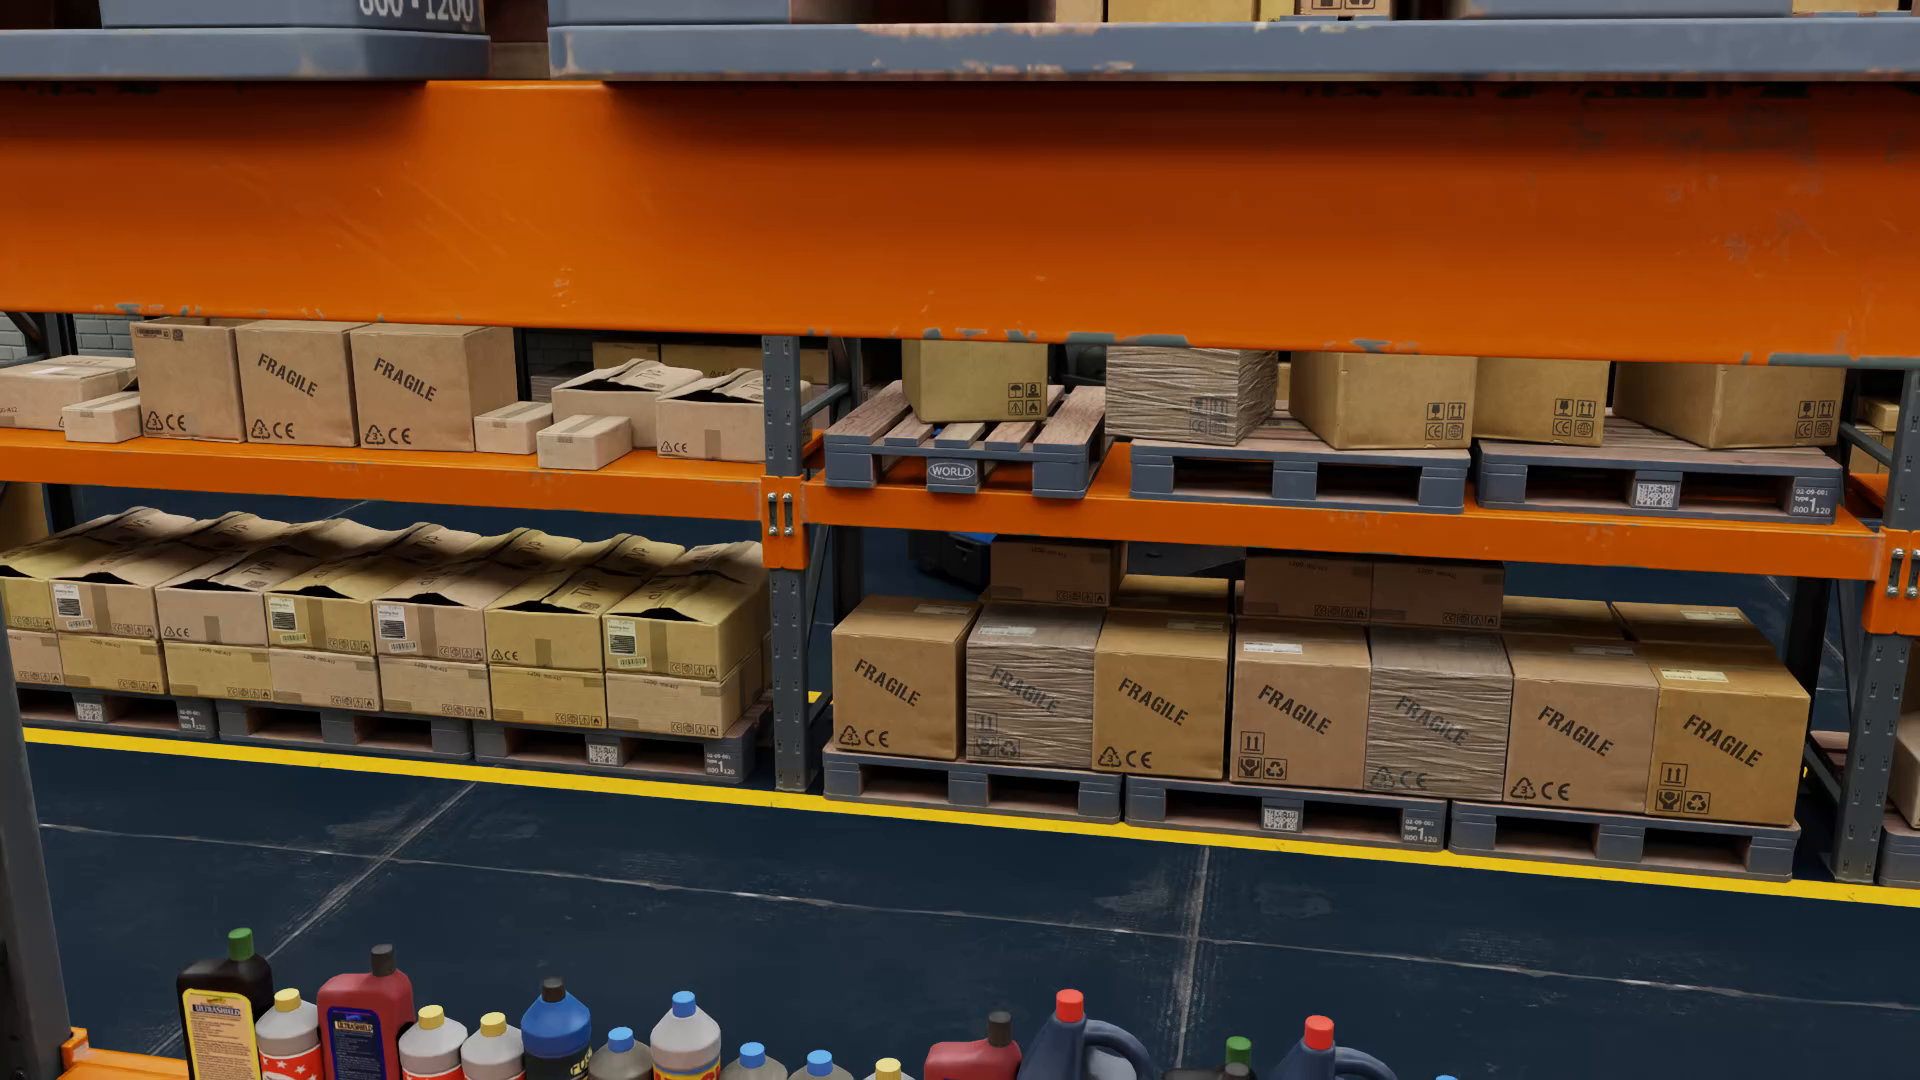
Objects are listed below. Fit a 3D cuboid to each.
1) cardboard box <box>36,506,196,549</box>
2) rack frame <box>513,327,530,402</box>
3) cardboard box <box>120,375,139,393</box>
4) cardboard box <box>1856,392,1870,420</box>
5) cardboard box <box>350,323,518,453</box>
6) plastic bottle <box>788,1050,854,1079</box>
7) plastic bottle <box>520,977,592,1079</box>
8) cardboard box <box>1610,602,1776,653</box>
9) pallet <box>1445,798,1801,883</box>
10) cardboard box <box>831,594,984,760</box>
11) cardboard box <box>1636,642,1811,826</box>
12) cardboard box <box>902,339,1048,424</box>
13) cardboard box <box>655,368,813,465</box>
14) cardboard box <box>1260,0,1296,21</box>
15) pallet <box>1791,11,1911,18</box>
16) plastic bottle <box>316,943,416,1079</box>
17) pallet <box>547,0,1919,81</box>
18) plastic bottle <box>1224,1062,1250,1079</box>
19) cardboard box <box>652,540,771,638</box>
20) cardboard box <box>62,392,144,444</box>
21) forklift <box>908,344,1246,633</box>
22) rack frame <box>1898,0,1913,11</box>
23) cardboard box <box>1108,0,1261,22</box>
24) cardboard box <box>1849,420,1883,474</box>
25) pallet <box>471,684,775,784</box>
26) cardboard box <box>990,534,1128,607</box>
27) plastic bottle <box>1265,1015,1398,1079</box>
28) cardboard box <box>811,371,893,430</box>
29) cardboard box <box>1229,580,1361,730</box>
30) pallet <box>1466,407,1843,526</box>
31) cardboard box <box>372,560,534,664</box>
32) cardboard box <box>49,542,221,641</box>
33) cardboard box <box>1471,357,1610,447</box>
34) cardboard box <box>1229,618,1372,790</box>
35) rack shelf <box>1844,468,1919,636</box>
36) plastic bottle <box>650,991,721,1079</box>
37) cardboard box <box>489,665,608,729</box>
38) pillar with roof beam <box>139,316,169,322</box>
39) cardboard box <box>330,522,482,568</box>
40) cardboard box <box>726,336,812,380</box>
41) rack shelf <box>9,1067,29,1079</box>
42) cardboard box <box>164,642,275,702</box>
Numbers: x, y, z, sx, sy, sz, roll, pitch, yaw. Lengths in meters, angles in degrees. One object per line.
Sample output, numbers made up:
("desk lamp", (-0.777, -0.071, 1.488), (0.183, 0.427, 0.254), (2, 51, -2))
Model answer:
("cardboard box", (-4.058, 0.041, 8.039), (0.500, 0.311, 0.500), (3, 16, 11))
("rack frame", (-3.529, -2.054, 12.289), (0.127, 3.000, 1.000), (3, 16, 11))
("cardboard box", (-3.614, -0.695, 7.633), (0.258, 0.266, 0.396), (3, 16, 10))
("cardboard box", (5.696, -0.891, 10.769), (0.250, 0.149, 0.380), (3, 16, 9))
("cardboard box", (-2.240, -0.679, 7.136), (0.500, 0.500, 0.500), (2, 16, 8))
("plastic bottle", (-0.194, 0.810, 2.321), (0.097, 0.201, 0.097), (0, 15, 0))
("plastic bottle", (-0.575, 0.756, 2.386), (0.097, 0.271, 0.097), (0, 15, 0))
("cardboard box", (2.902, 0.570, 6.672), (0.500, 0.500, 0.500), (2, 16, 9))
("pallet", (2.523, 0.978, 6.567), (1.213, 0.211, 1.003), (3, 16, 11))
("cardboard box", (-0.203, 0.546, 6.760), (0.500, 0.500, 0.500), (4, 16, 13))
("cardboard box", (2.787, 0.709, 6.173), (0.500, 0.500, 0.500), (3, 16, 11))
("cardboard box", (0.047, -0.792, 6.758), (0.500, 0.500, 0.700), (-2, 16, -8))
("cardboard box", (-0.940, -0.533, 6.965), (0.500, 0.311, 0.500), (4, 16, 15))
("cardboard box", (1.947, -3.489, 10.839), (0.500, 0.500, 0.700), (4, 16, 14))
("pallet", (2.702, -1.741, 5.890), (1.003, 0.211, 1.213), (3, 16, 11))
("plastic bottle", (-0.875, 0.729, 2.461), (0.133, 0.283, 0.061), (3, 16, 11))
("pallet", (0.437, -0.467, 1.295), (1.213, 0.211, 1.003), (3, 16, 11))
("plastic bottle", (0.318, 0.810, 2.168), (0.133, 0.283, 0.061), (3, 16, 11))
("cardboard box", (-1.047, 0.202, 7.456), (0.500, 0.311, 0.500), (4, 16, 13))
("cardboard box", (-3.685, -0.537, 7.281), (0.250, 0.149, 0.380), (3, 16, 11))
("forklift", (1.022, -1.031, 8.722), (1.130, 2.935, 3.031), (-13, 20, -38))
("rack frame", (3.327, -3.224, 5.273), (0.127, 3.000, 1.000), (3, 16, 11))
("cardboard box", (0.851, -1.970, 6.179), (0.500, 0.500, 0.910), (3, 16, 11))
("cardboard box", (5.515, -0.532, 10.690), (0.500, 0.500, 0.700), (3, 16, 11))
("pallet", (-1.391, 0.744, 7.409), (1.213, 0.211, 1.003), (3, 16, 11))
("cardboard box", (0.427, 0.076, 7.052), (0.500, 0.250, 0.500), (4, 16, 13))
("plastic bottle", (0.478, 0.781, 2.146), (0.185, 0.351, 0.144), (3, 16, 11))
("cardboard box", (-0.806, -0.931, 12.094), (0.500, 0.500, 0.700), (3, 16, 11))
("cardboard box", (1.394, 0.489, 6.964), (0.500, 0.500, 0.500), (3, 16, 9))
("pallet", (2.566, -0.311, 6.356), (1.213, 0.211, 1.003), (3, 16, 11))
("cardboard box", (-2.159, 0.290, 7.139), (0.500, 0.311, 0.500), (3, 16, 11))
("cardboard box", (-3.667, 0.209, 7.431), (0.500, 0.311, 0.500), (3, 16, 10))
("cardboard box", (2.221, -0.687, 6.379), (0.500, 0.500, 0.700), (6, 16, 20))
("cardboard box", (1.314, 0.627, 6.468), (0.500, 0.500, 0.500), (3, 16, 9))
("rack shelf", (5.287, 0.120, 5.786), (4.000, 0.370, 1.077), (3, 16, 11))
("plastic bottle", (-0.384, 0.766, 2.349), (0.097, 0.271, 0.097), (0, 15, 0))
("cardboard box", (-1.662, 0.587, 7.119), (0.500, 0.250, 0.500), (3, 16, 10))
("pillar with roof beam", (-7.448, -4.221, 8.873), (0.400, 9.000, 9.100), (3, 16, 11))
("cardboard box", (-2.567, 0.122, 7.747), (0.500, 0.311, 0.500), (3, 16, 10))
("cardboard box", (-1.376, -1.308, 12.048), (0.500, 0.250, 0.500), (3, 16, 11))
("rack shelf", (-3.543, 0.990, 2.645), (4.000, 0.370, 1.077), (3, 16, 11))
("cardboard box", (-3.157, 0.505, 7.414), (0.500, 0.250, 0.500), (3, 16, 9))
